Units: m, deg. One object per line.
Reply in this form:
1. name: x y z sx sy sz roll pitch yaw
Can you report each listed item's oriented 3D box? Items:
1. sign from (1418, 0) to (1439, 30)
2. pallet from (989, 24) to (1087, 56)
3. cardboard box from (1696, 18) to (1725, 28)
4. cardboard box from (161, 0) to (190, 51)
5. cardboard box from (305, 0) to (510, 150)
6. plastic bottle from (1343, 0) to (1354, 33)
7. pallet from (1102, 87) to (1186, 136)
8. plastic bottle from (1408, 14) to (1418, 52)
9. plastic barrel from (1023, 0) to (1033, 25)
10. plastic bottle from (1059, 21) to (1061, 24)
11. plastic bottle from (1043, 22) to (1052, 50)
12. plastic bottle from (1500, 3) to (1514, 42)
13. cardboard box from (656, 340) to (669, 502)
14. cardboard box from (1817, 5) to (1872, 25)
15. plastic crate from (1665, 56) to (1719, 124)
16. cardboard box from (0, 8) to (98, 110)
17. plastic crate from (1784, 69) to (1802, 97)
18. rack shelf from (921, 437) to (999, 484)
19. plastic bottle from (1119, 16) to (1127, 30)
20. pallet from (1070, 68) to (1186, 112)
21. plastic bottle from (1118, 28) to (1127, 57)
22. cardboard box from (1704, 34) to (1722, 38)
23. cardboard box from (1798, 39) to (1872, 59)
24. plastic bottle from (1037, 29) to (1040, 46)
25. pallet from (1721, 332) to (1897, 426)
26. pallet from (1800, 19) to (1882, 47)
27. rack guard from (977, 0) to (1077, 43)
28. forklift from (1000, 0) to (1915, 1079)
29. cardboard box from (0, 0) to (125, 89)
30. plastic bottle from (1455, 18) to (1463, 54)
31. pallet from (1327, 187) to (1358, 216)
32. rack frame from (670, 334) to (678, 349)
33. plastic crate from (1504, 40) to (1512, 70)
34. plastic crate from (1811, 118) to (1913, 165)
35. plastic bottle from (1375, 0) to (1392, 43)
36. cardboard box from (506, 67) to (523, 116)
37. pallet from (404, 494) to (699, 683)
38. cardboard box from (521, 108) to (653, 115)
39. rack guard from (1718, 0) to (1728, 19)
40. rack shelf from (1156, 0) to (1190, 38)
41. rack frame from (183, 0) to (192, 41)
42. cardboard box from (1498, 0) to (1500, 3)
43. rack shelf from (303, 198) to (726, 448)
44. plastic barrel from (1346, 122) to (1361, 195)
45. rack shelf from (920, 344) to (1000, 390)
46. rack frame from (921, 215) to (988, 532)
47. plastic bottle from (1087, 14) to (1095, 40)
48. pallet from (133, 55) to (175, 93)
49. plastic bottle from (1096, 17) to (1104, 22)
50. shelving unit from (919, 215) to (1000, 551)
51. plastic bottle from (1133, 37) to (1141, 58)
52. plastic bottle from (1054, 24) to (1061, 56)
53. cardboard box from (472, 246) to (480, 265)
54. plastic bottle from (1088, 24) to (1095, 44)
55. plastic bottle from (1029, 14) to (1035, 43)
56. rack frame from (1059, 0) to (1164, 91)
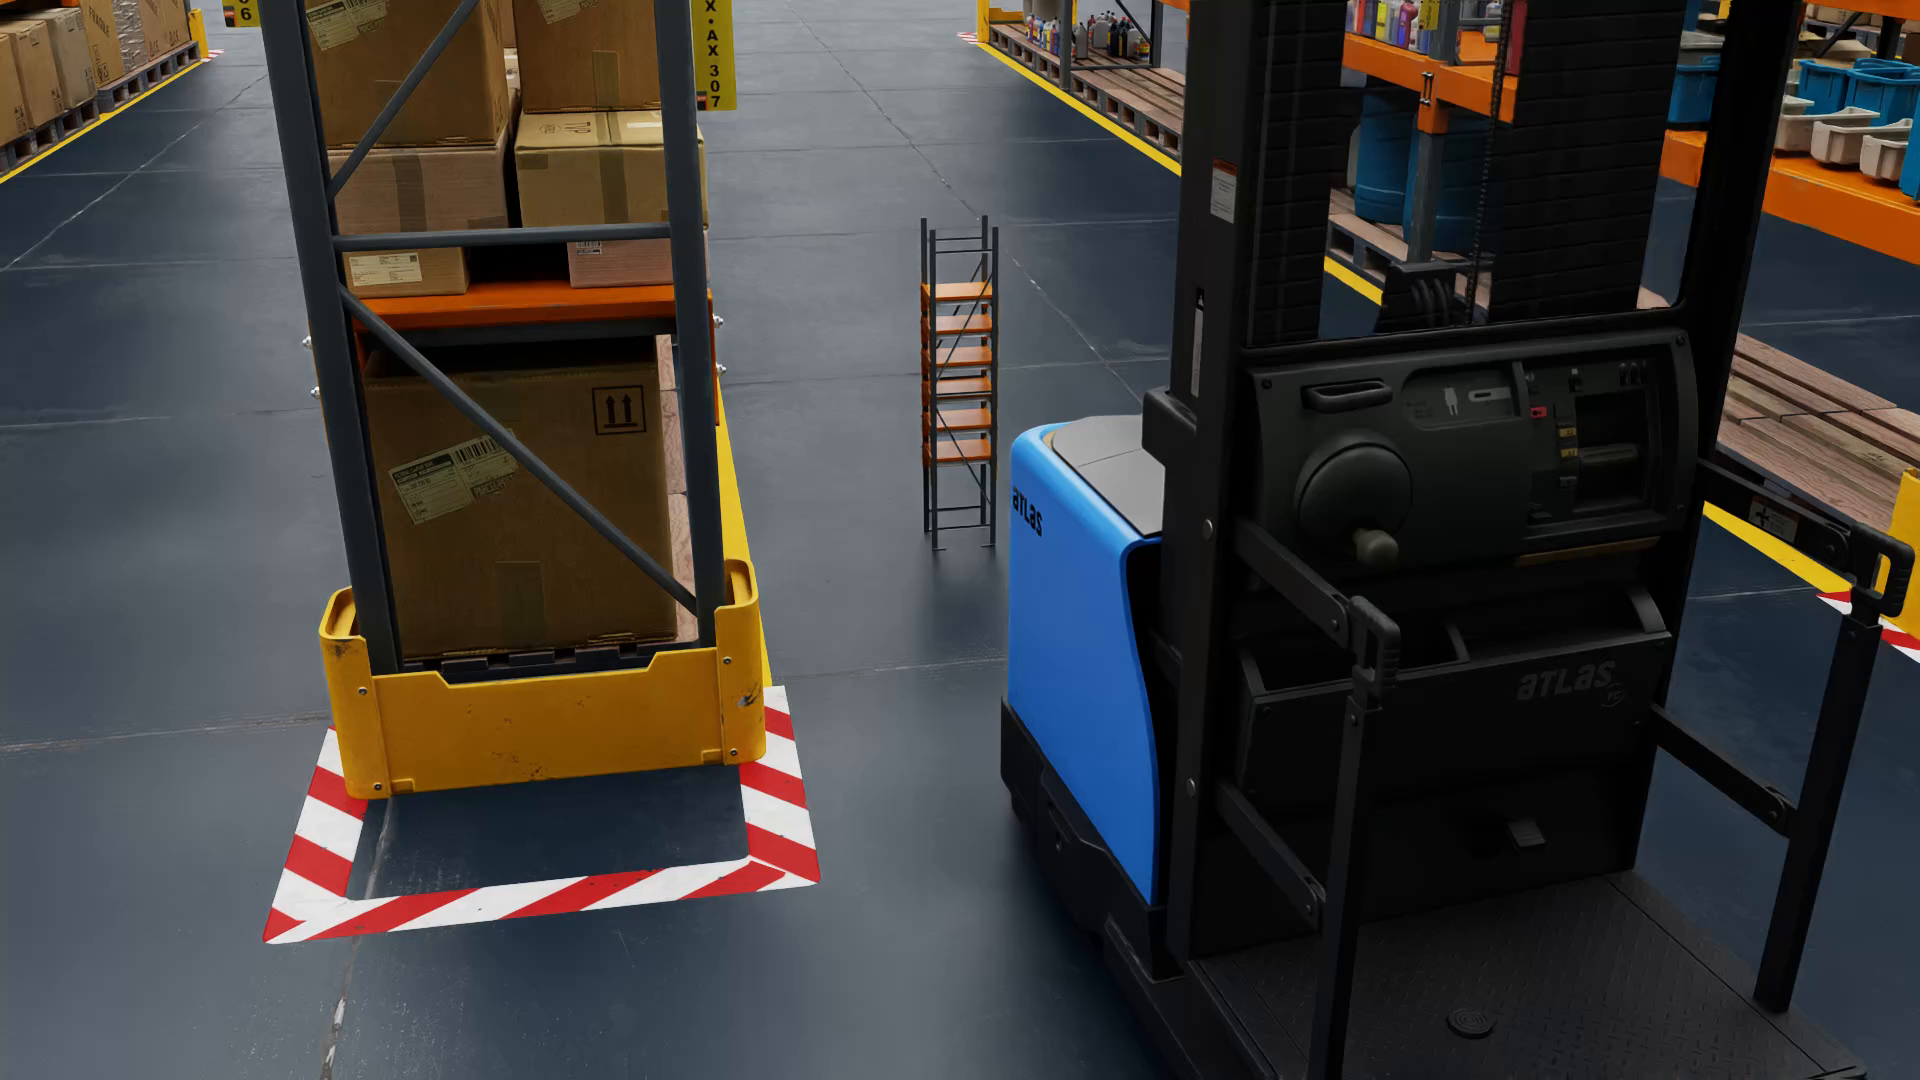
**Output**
1. sign: 2.423 -2.797 8.561 0.100 0.325 0.005 -4 24 -10
2. pallet: 0.950 -5.806 19.280 1.003 0.211 1.213 -4 24 -10
3. cardboard box: 6.991 -4.675 15.416 0.500 0.311 0.500 -5 24 -10
4. cardboard box: -8.826 -5.693 17.668 0.875 0.875 0.875 -4 24 -9
5. cardboard box: -1.512 -1.354 4.481 0.500 0.500 0.500 -4 24 -9
6. plastic bottle: 2.388 -3.180 9.937 0.152 0.276 0.135 -4 24 -10
7. pallet: 1.897 -3.792 14.669 1.003 0.211 1.213 -4 24 -10
8. plastic bottle: 2.525 -2.794 9.148 0.097 0.201 0.097 0 24 0
9. plastic barrel: 0.942 -6.230 19.349 0.421 0.512 0.421 0 24 0
10. plastic bottle: 1.065 -5.321 17.529 0.061 0.283 0.133 -4 24 -10
11. plastic bottle: 0.961 -5.309 17.512 0.152 0.276 0.135 -4 24 -9
12. plastic bottle: 3.185 -3.008 9.544 0.152 0.276 0.135 -4 24 -10
13. cardboard box: -1.529 -0.593 5.990 0.875 0.875 0.875 -4 24 -10
14. cardboard box: 10.712 -6.424 19.785 0.700 0.500 0.500 -6 24 -13
15. plastic crate: 3.072 -1.877 6.933 0.416 0.233 0.300 -4 24 -10
16. cardboard box: -8.073 -4.087 14.147 1.050 0.750 0.750 -4 24 -10
17. plastic crate: 3.581 -1.954 7.232 0.293 0.136 0.466 -4 24 -10
18. rack shelf: -0.003 -0.295 6.137 0.258 0.103 0.180 -4 24 -10
19. plastic bottle: 1.708 -5.267 17.322 0.144 0.351 0.185 -5 24 -12
20. pallet: 1.668 -4.273 15.770 1.003 0.211 1.213 -4 24 -10
21. plastic bottle: 1.665 -5.089 16.998 0.061 0.283 0.133 -4 24 -10
22. cardboard box: 6.651 -4.230 14.398 0.500 0.311 0.500 -5 24 -11
23. cardboard box: 7.285 -4.066 14.022 0.500 0.311 0.500 -4 24 -8
24. plastic bottle: 0.874 -5.400 17.814 0.097 0.201 0.097 0 24 0
25. pallet: 3.367 -0.665 7.510 1.003 0.211 1.213 -4 24 -10
26. pallet: 10.833 -6.055 19.850 1.003 0.211 1.213 -4 24 -10
27. rack guard: 0.805 -6.259 19.955 1.175 0.500 0.348 -4 24 -10
28. forklift: 1.039 -0.144 2.918 1.130 2.935 3.031 -7 25 -16
29. cardboard box: -8.324 -4.635 15.244 0.875 0.875 0.875 -4 24 -9
30. plastic bottle: 2.692 -2.767 9.086 0.097 0.201 0.097 0 24 0
31. pallet: 2.633 -2.220 11.069 1.003 0.211 1.213 -4 24 -10
32. rack frame: -1.904 -2.344 7.869 1.000 3.000 0.127 -4 24 -10
33. plastic crate: 2.909 -2.423 8.305 0.396 0.136 0.243 -4 24 -10
34. plastic crate: 3.335 -1.466 6.114 0.396 0.136 0.243 -4 24 -10
35. plastic bottle: 2.472 -3.025 9.490 0.144 0.351 0.185 -4 24 -10
36. cardboard box: -1.702 -1.409 5.544 0.500 0.250 0.500 -5 24 -12
37. pallet: -1.389 0.199 5.531 1.003 0.211 1.213 -4 24 -10
38. cardboard box: -1.090 -1.251 5.182 0.500 0.250 0.500 -5 24 -10
39. rack guard: 10.495 -6.988 21.626 1.175 0.500 0.348 -4 24 -10
40. rack shelf: 1.854 -4.741 14.256 1.077 0.370 4.000 -4 24 -10
41. rack frame: -9.016 -6.737 17.927 1.000 3.000 0.127 -4 24 -10
42. cardboard box: 5.972 -5.862 17.898 0.500 0.500 0.500 -4 24 -10
43. rack shelf: -1.534 -1.227 6.212 1.077 0.370 4.000 -4 24 -10
44. plastic barrel: 2.732 -2.485 10.776 0.421 0.512 0.421 0 24 0
45. rack shelf: -0.003 -0.625 5.993 0.258 0.103 0.180 -4 24 -10
46. rack frame: -0.020 -0.592 6.105 0.240 1.200 0.006 -4 24 -10
47. plastic bottle: 1.430 -5.588 18.141 0.061 0.283 0.133 -4 24 -10
48. pallet: -8.569 -4.671 16.681 1.003 0.211 1.213 -4 24 -10
49. plastic bottle: 1.561 -5.538 18.036 0.152 0.276 0.135 -5 24 -11
50. shelving unit: -0.003 -0.556 6.023 0.258 1.200 0.189 -4 24 -10
51. plastic bottle: 1.819 -5.014 16.929 0.097 0.201 0.097 0 24 0
52. plastic bottle: 1.047 -5.152 17.059 0.144 0.351 0.185 -6 24 -12
53. cardboard box: -1.603 -0.873 4.815 0.380 0.149 0.250 -4 24 -9
54. plastic bottle: 1.441 -5.487 18.013 0.097 0.201 0.097 0 24 0
55. plastic bottle: 0.798 -5.561 18.078 0.061 0.283 0.133 -4 24 -9
56. rack frame: 1.484 -5.857 15.913 1.000 3.000 0.127 -4 24 -10
